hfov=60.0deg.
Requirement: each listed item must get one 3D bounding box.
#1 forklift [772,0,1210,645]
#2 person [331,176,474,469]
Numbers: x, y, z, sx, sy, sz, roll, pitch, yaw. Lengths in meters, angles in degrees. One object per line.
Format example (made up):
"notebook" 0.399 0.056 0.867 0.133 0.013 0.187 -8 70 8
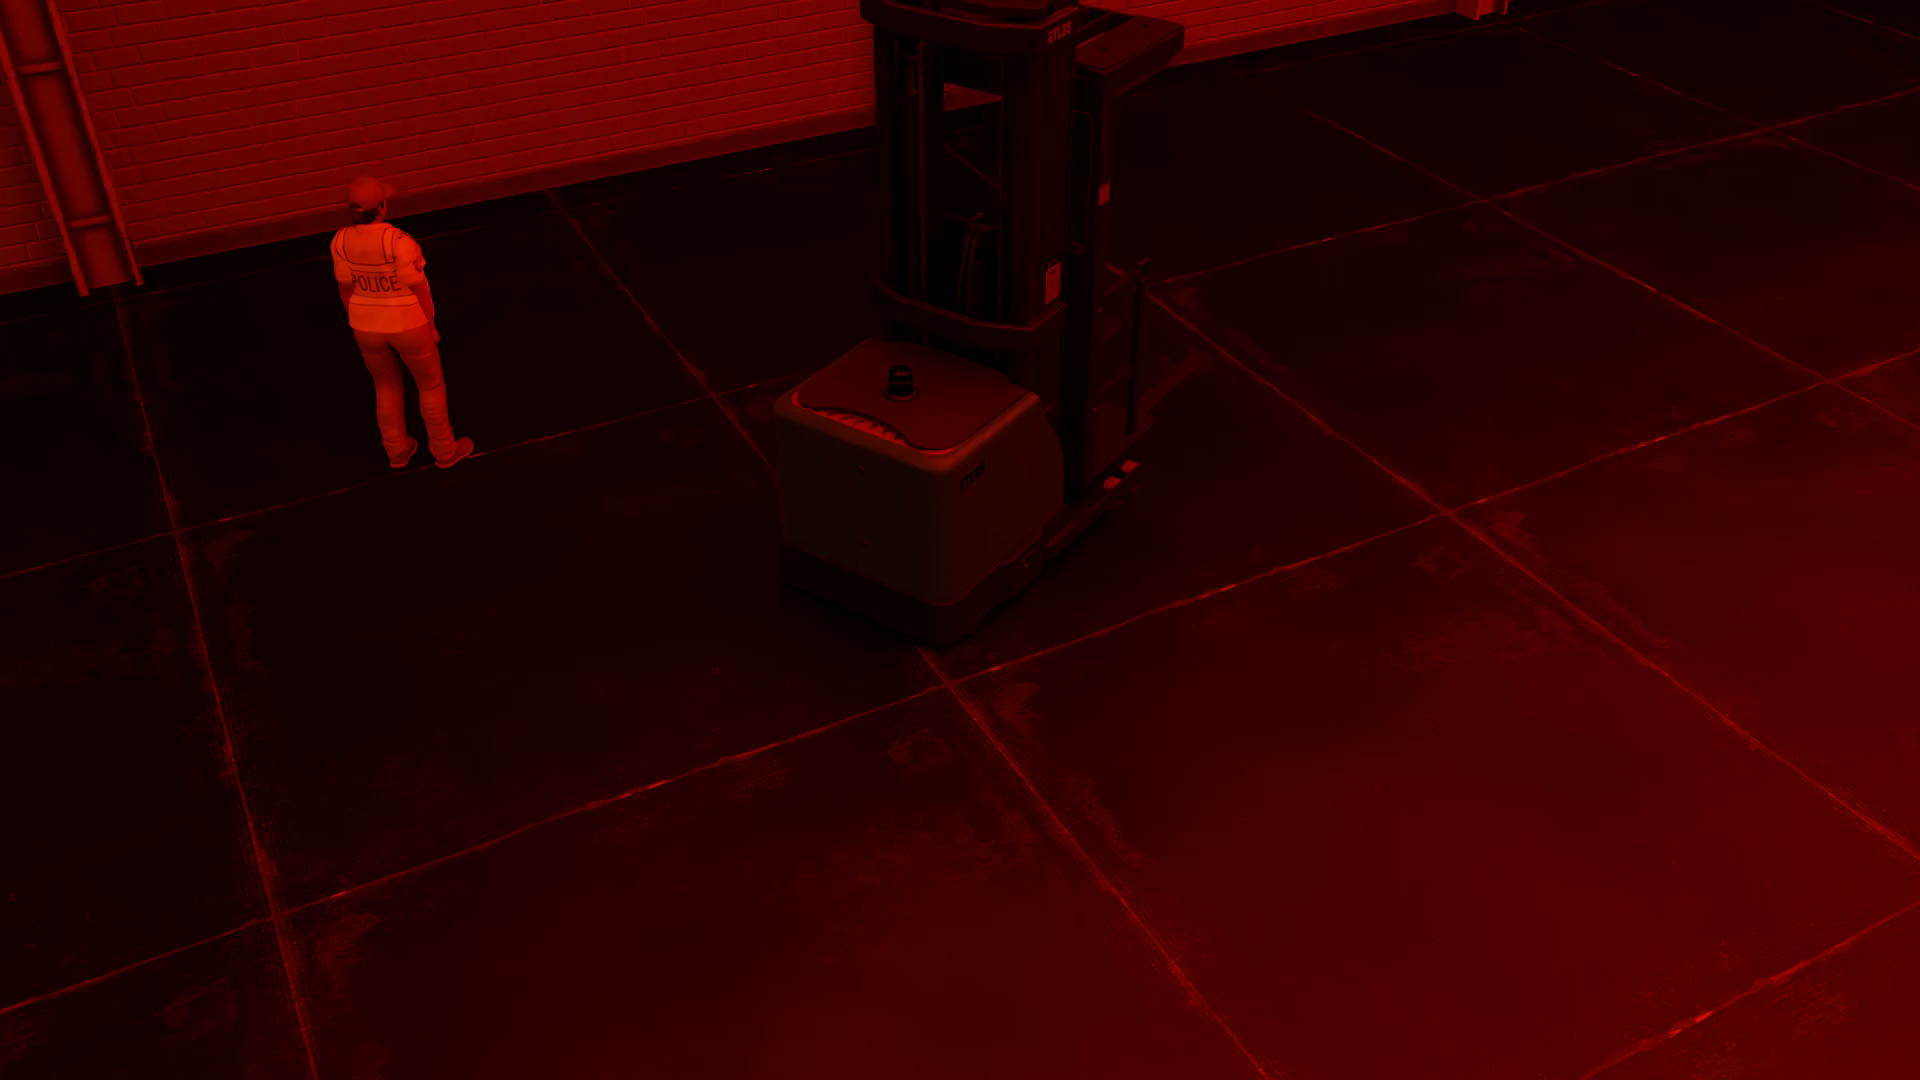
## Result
"forklift" 0.353 -1.509 8.258 1.130 2.935 3.031 21 41 27
"person" -2.992 -1.137 8.833 0.480 1.669 0.389 3 35 4
